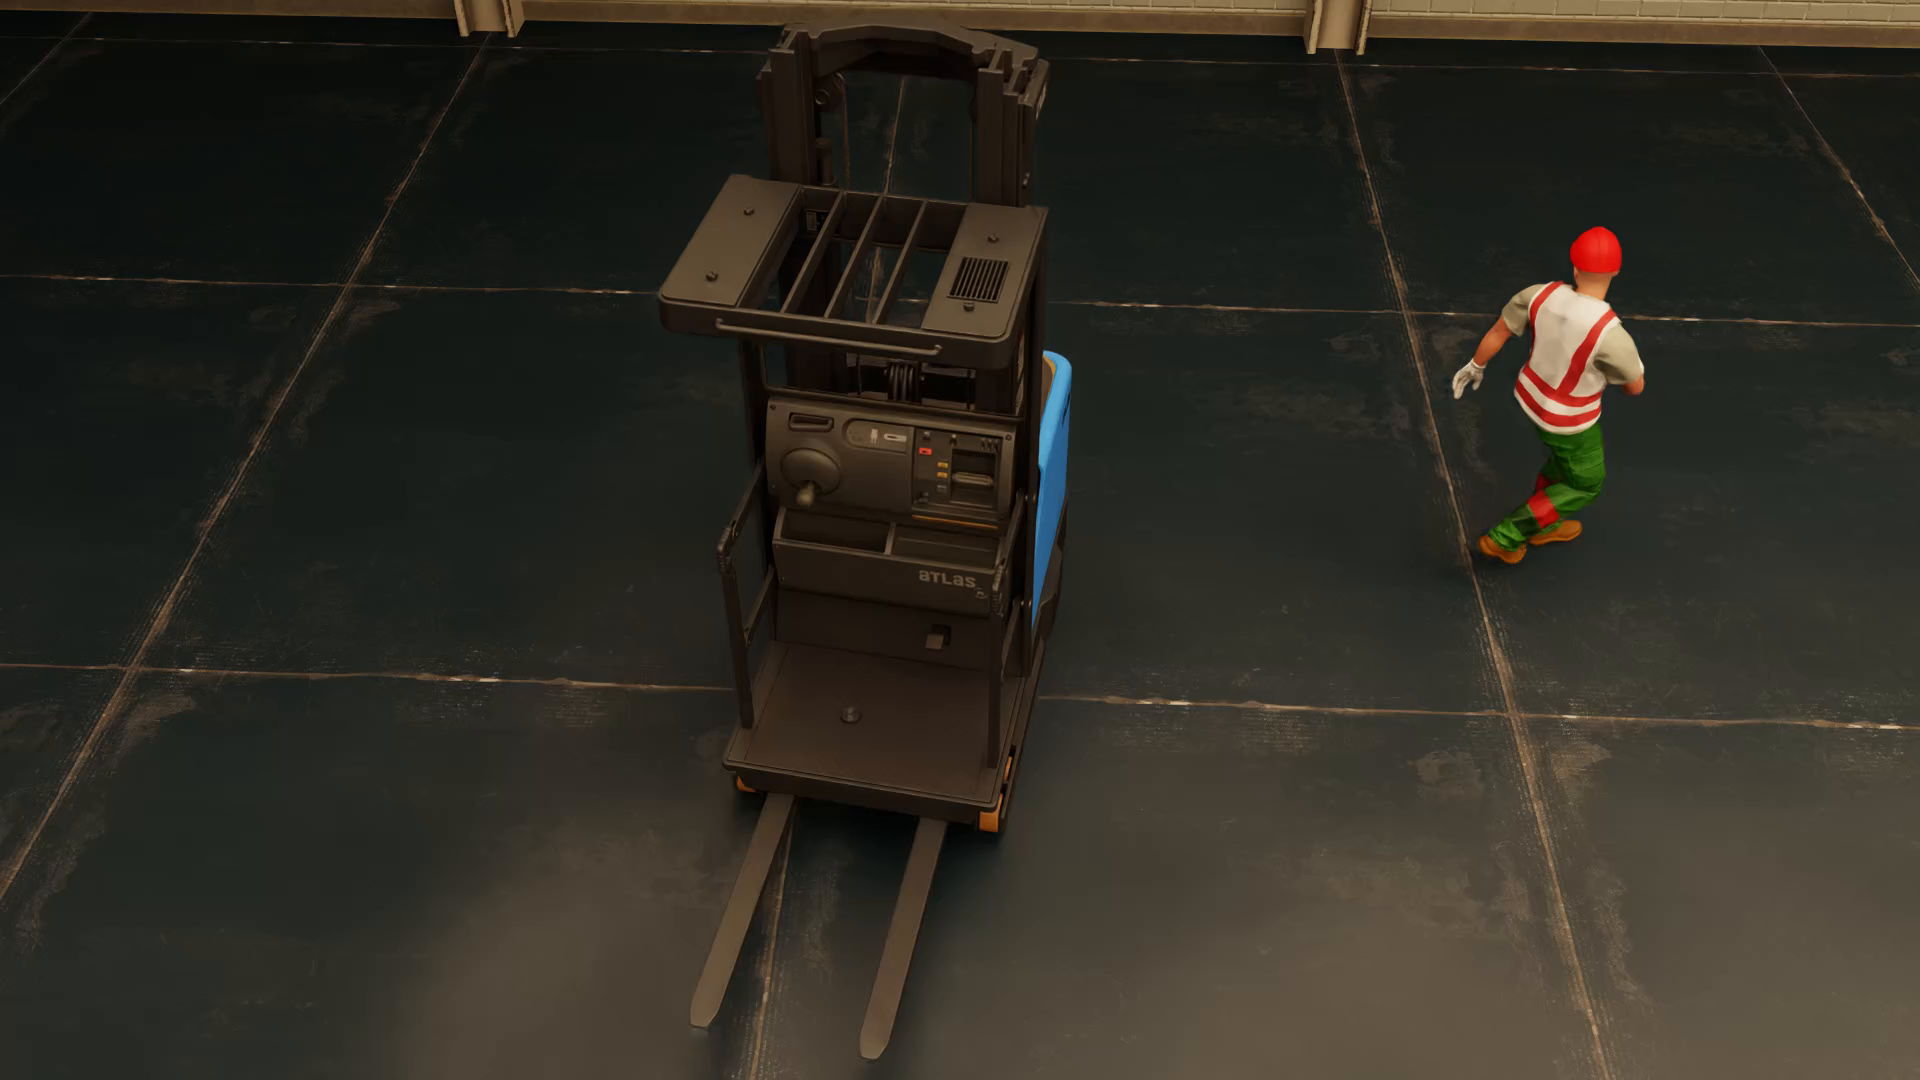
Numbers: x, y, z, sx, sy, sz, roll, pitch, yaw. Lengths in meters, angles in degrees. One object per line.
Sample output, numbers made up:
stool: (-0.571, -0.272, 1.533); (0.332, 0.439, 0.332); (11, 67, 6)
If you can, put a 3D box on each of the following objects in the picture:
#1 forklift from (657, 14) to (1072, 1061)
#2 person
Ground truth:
forklift: (-0.302, -0.195, 5.956); (1.130, 2.935, 3.031); (8, 43, 9)
person: (2.638, -0.619, 7.330); (0.706, 1.716, 0.664); (-11, 43, -11)
